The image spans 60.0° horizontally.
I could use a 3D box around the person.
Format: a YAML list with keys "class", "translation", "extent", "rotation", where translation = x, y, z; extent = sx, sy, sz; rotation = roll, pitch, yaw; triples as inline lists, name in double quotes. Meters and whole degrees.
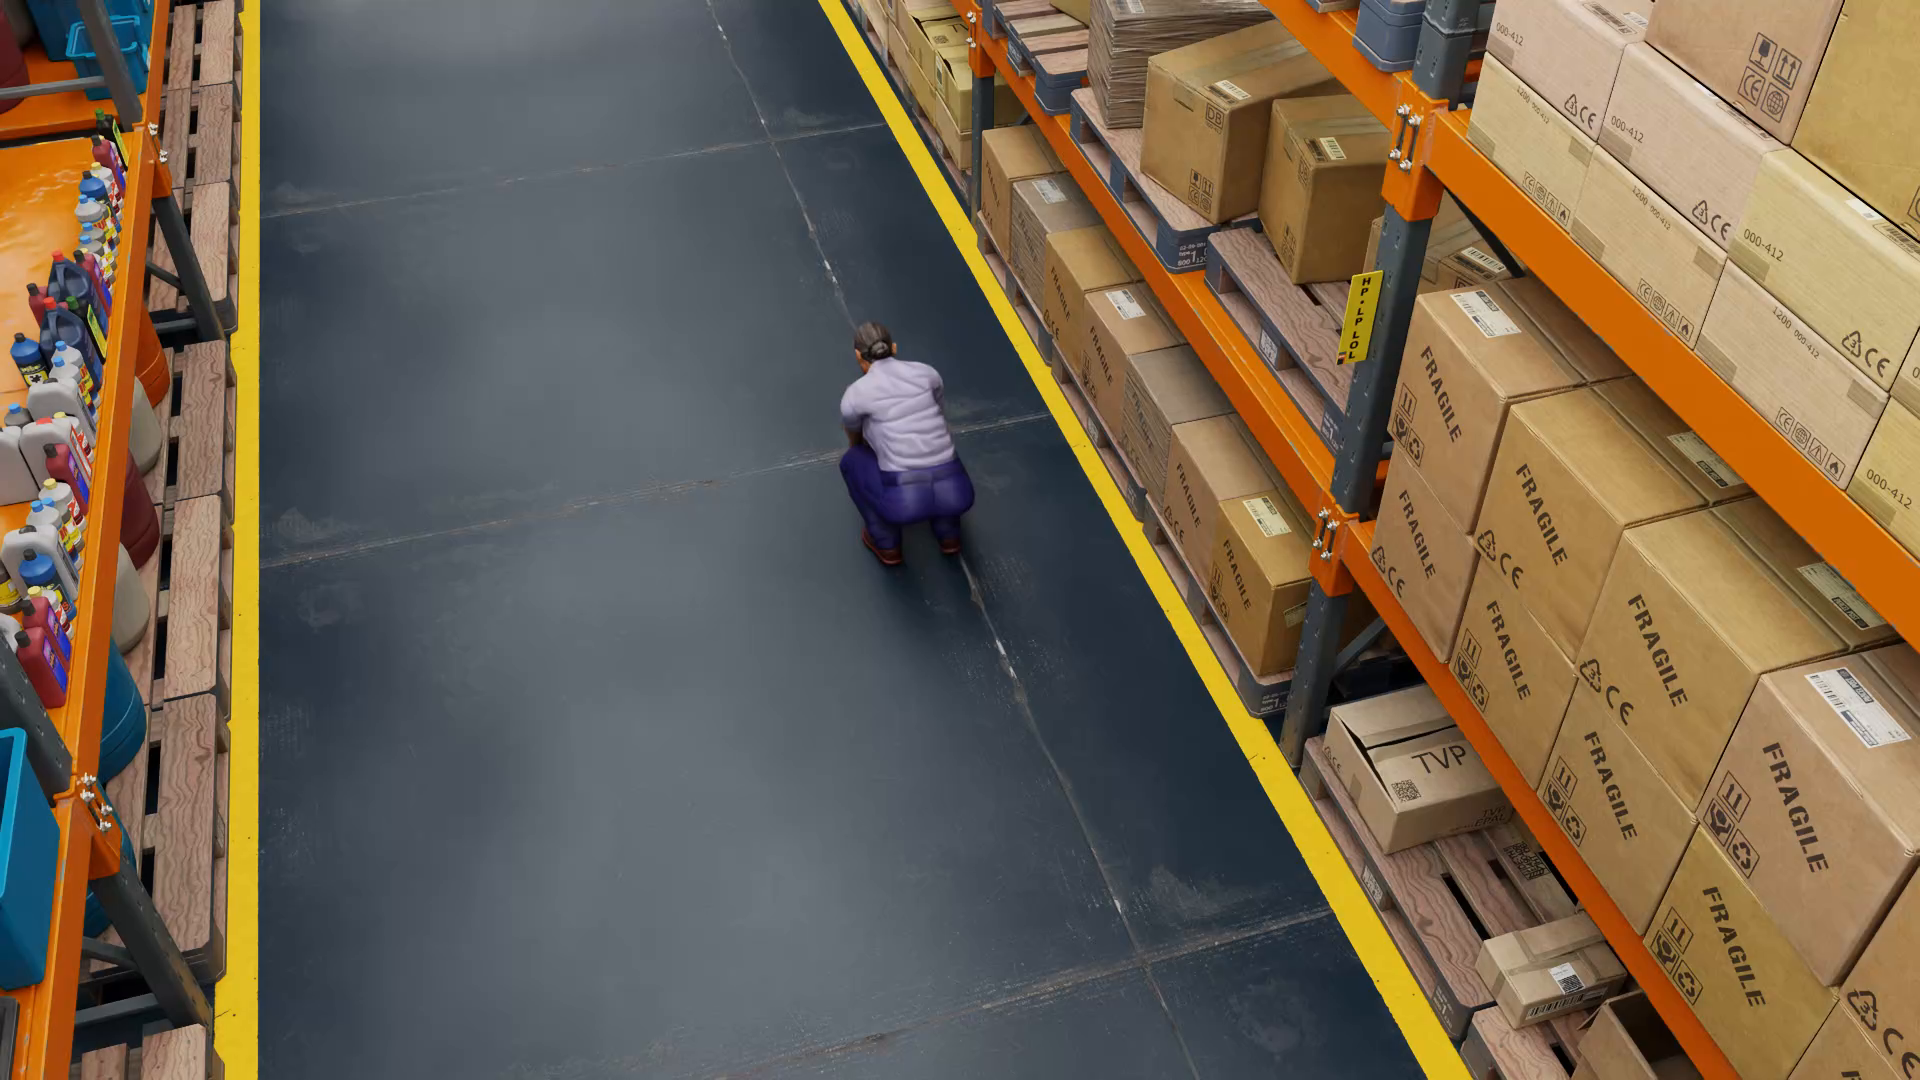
- class: "person"
  translation: [-0.251, -0.422, 7.168]
  extent: [0.519, 0.942, 0.832]
  rotation: [-13, 44, -13]
